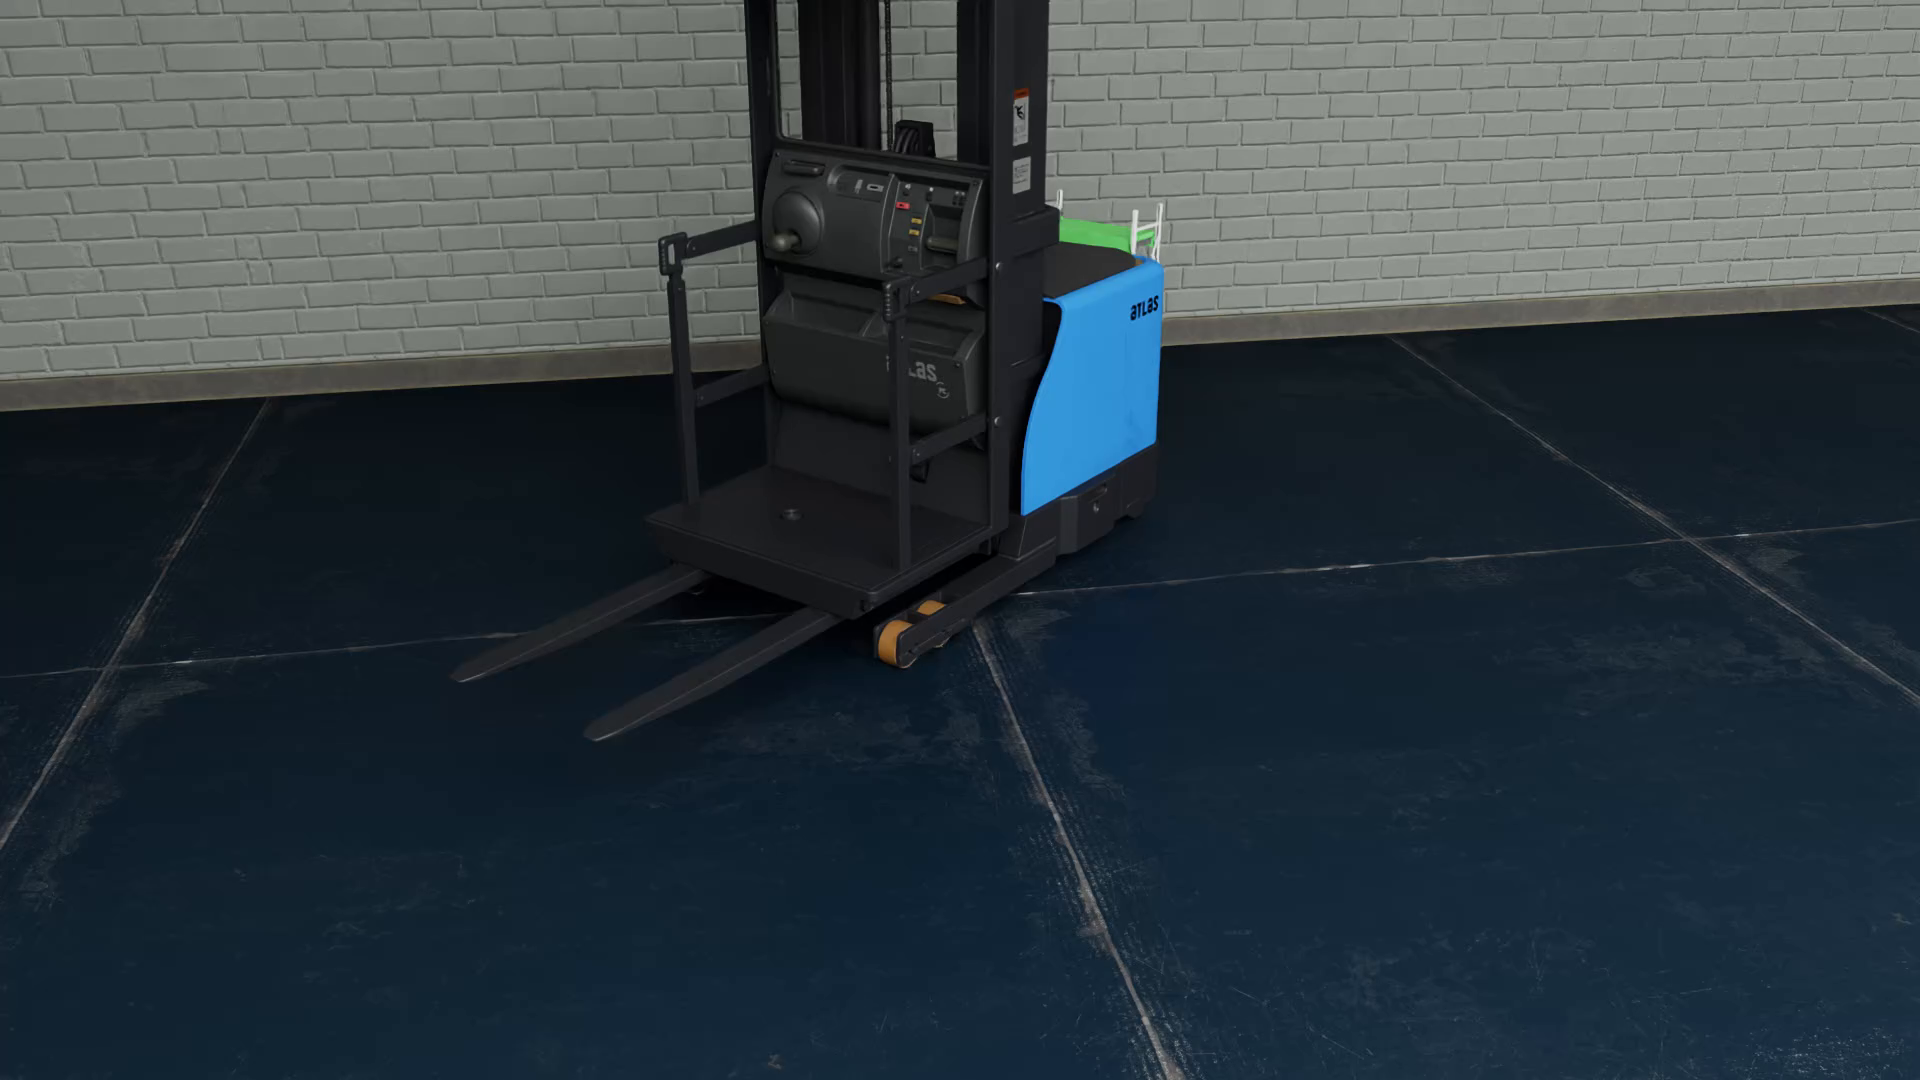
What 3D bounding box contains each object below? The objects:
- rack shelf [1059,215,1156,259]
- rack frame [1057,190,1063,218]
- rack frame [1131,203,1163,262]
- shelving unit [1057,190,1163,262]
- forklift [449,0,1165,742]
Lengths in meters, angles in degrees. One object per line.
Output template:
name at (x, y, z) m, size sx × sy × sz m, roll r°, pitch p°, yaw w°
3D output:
rack shelf at (0.573, -1.267, 7.098) m, size 0.480 × 0.148 × 0.258 m, roll 15°, pitch 25°, yaw 31°
rack frame at (0.358, -0.934, 7.373) m, size 0.015 × 1.200 × 0.240 m, roll 15°, pitch 25°, yaw 31°
rack frame at (0.764, -0.825, 7.124) m, size 0.015 × 1.200 × 0.240 m, roll 15°, pitch 25°, yaw 31°
shelving unit at (0.561, -0.880, 7.249) m, size 0.503 × 1.200 × 0.258 m, roll 15°, pitch 25°, yaw 31°
forklift at (-0.442, -1.121, 5.654) m, size 1.130 × 2.935 × 3.031 m, roll 16°, pitch 28°, yaw 33°
